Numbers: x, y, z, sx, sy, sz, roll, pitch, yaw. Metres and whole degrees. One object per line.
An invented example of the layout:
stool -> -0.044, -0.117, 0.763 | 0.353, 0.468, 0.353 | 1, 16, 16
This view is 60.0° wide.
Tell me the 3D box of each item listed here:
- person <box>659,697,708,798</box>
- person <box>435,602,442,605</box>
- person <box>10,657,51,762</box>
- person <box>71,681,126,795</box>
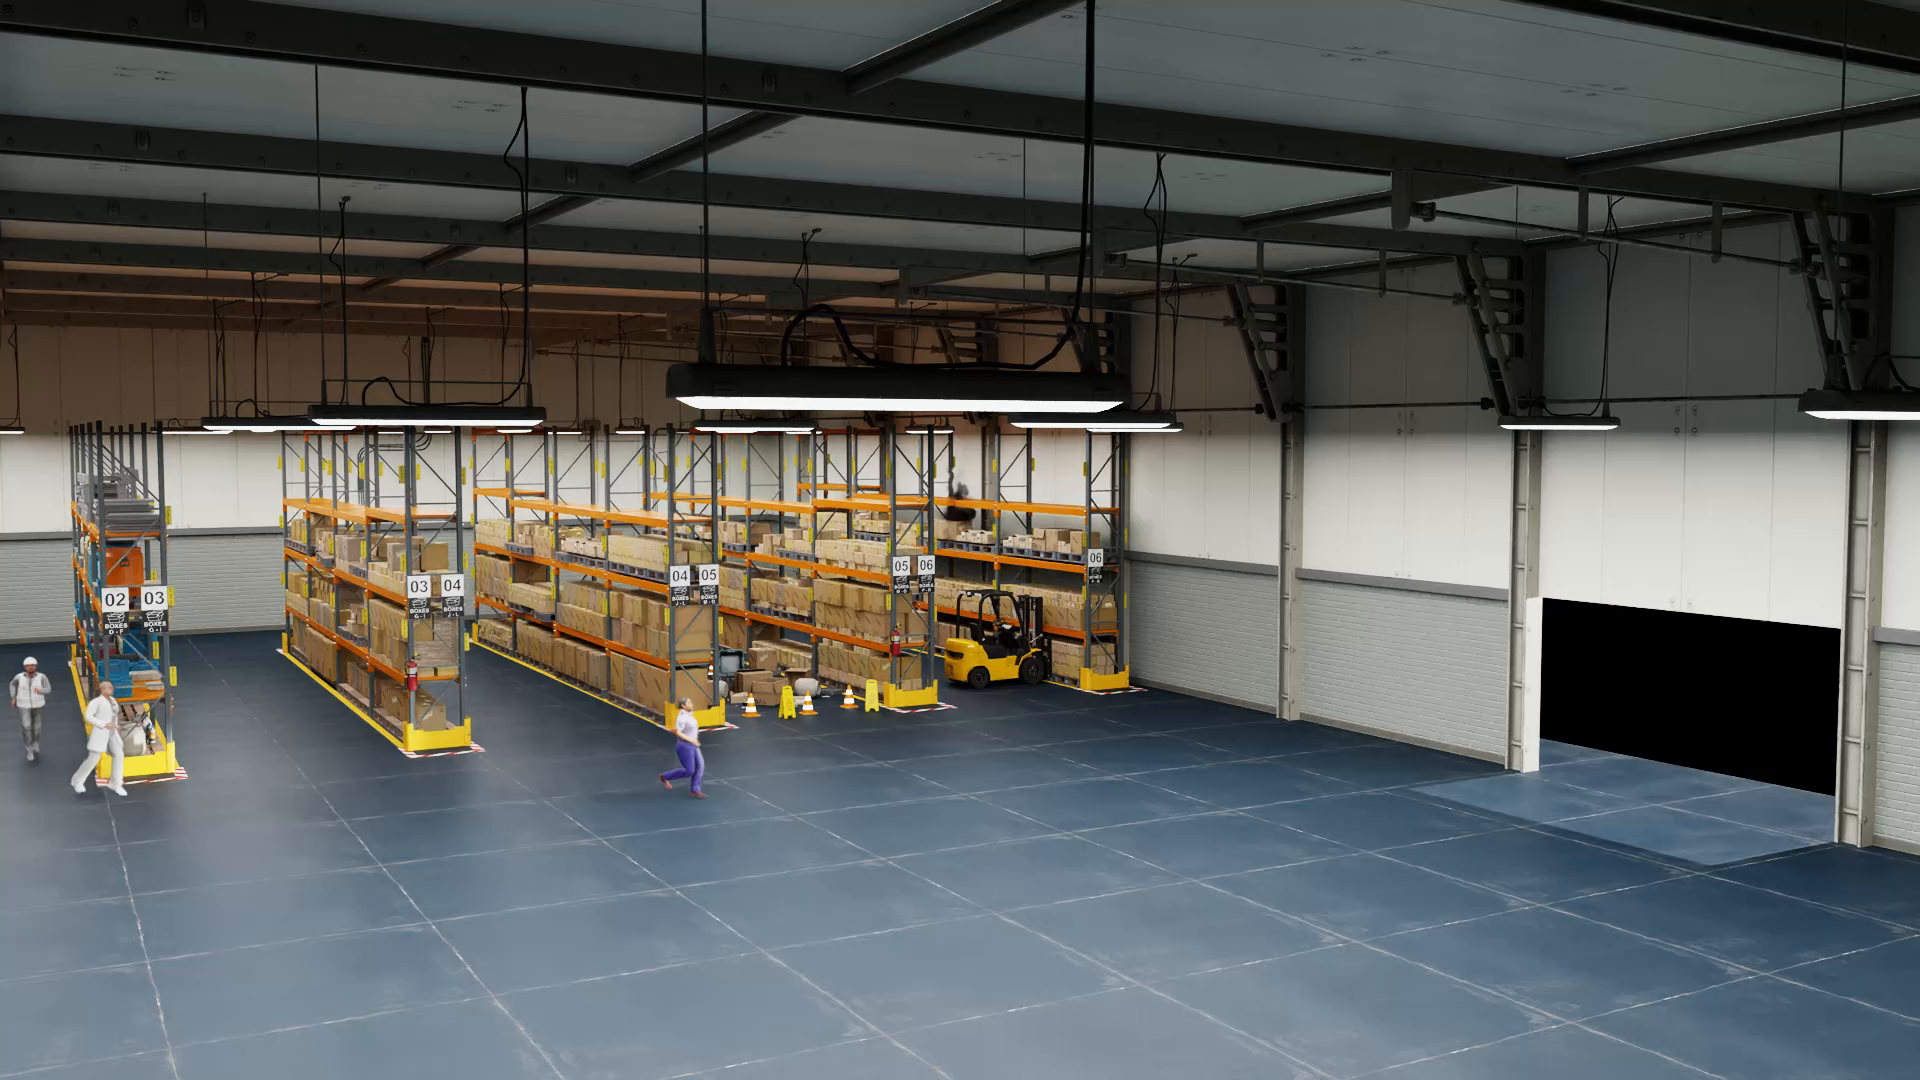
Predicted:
person -> -4.372, 3.304, 26.429 | 0.745, 1.620, 0.616 | 0, 4, 4
person -> -14.728, 2.082, 46.332 | 0.615, 1.592, 0.569 | 0, 4, 7
person -> -16.584, 2.991, 29.699 | 0.627, 1.825, 0.869 | -2, 4, -34
person -> -13.788, 3.184, 26.841 | 0.941, 1.797, 0.763 | 1, 4, 15
